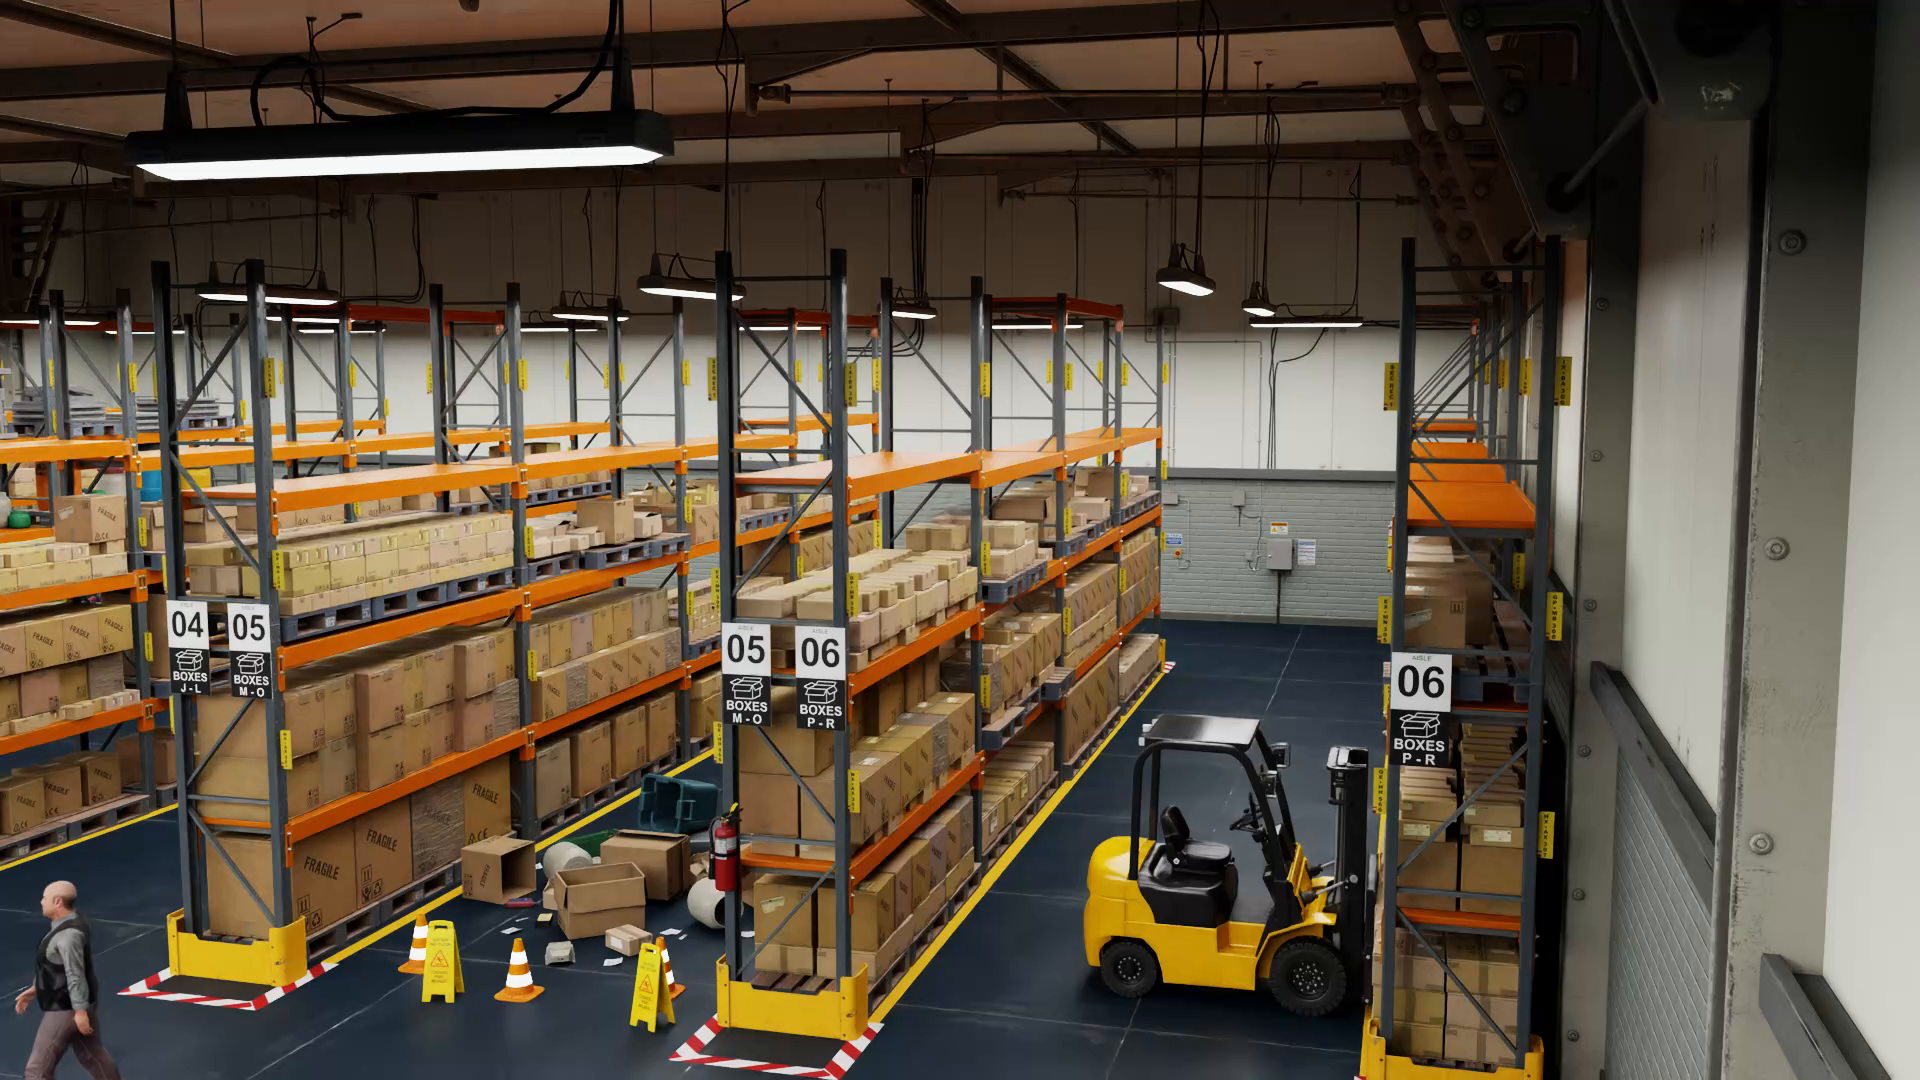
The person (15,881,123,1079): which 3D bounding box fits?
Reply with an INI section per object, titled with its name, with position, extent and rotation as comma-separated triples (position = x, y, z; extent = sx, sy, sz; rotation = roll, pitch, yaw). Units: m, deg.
[person]
position = -6.045, 3.132, 11.131
extent = 0.838, 1.695, 0.629
rotation = -2, 6, -21
